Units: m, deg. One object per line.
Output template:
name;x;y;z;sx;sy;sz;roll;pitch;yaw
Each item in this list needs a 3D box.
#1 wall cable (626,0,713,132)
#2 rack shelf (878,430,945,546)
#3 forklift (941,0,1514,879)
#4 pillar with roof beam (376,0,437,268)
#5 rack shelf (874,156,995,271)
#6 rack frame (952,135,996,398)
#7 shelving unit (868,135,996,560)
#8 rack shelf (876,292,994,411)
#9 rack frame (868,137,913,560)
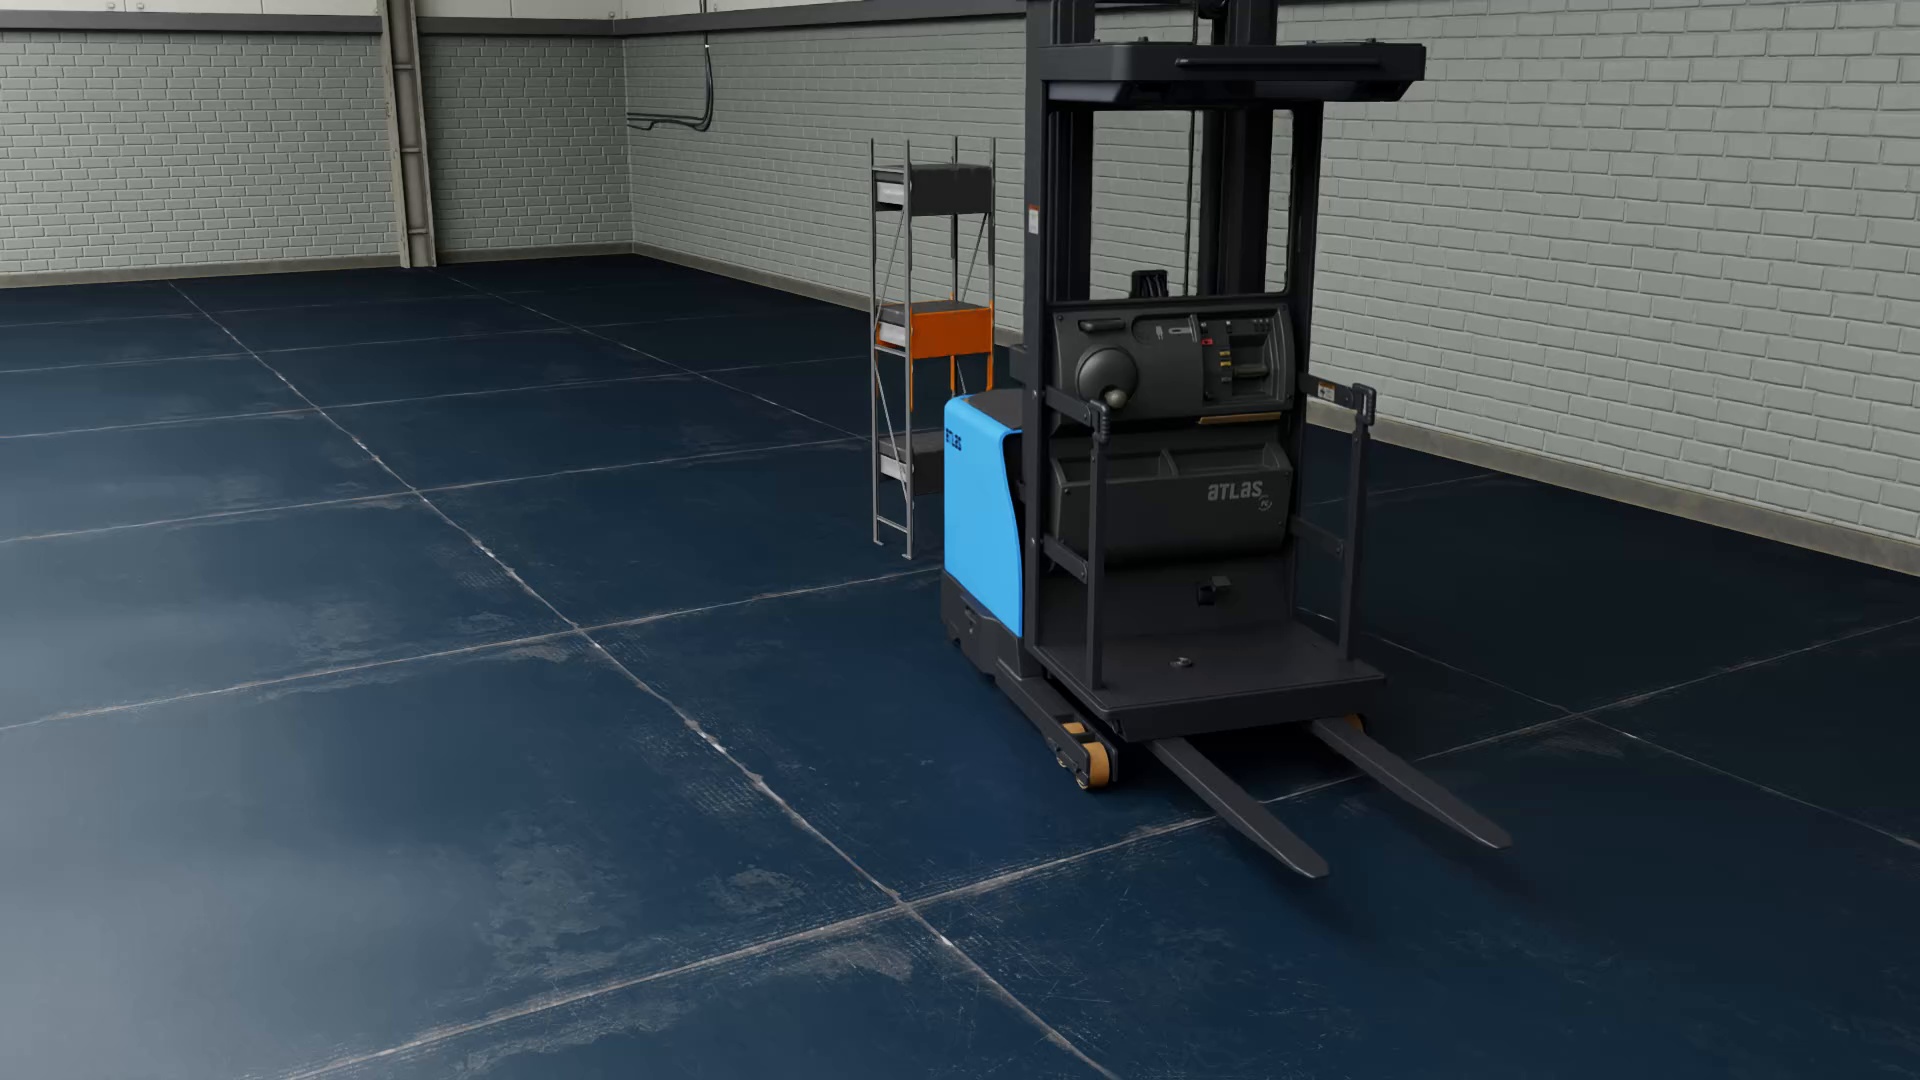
wall cable;-3.824;-6.498;21.173;0.112;2.526;3.097;-9;18;-30
rack shelf;-0.142;-0.301;8.737;0.480;0.518;0.431;-9;18;-30
forklift;0.851;-0.661;5.839;1.130;2.935;3.031;-5;16;-17
pillar with roof beam;-4.813;-6.894;16.831;0.400;9.000;9.100;-9;18;-30
rack shelf;-0.142;-1.649;8.359;0.480;0.518;0.431;-9;18;-30
rack frame;0.067;-1.022;8.665;0.015;2.100;0.400;-9;18;-30
shelving unit;-0.142;-0.988;8.544;0.503;2.100;0.431;-9;18;-30
rack shelf;-0.142;-0.975;8.548;0.480;0.518;0.431;-9;18;-30
rack frame;-0.351;-0.954;8.423;0.015;2.100;0.400;-9;18;-30
